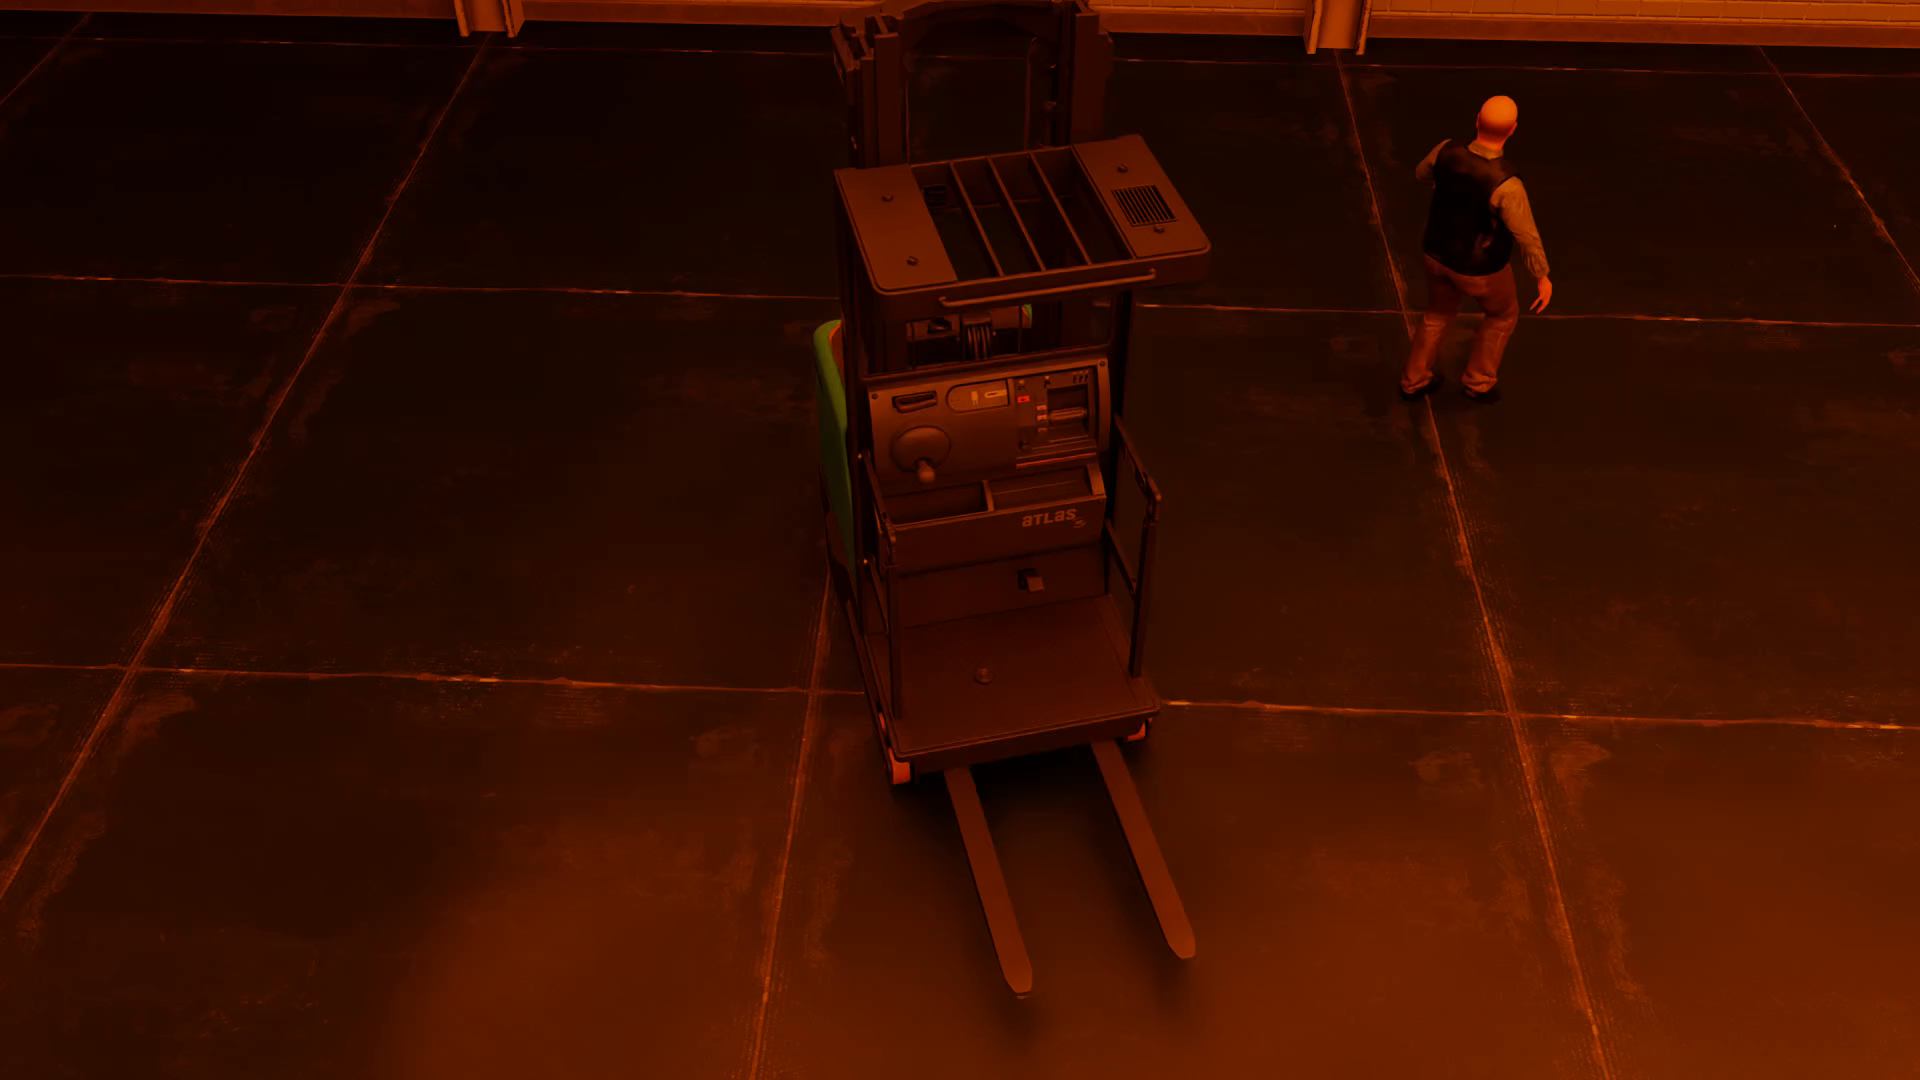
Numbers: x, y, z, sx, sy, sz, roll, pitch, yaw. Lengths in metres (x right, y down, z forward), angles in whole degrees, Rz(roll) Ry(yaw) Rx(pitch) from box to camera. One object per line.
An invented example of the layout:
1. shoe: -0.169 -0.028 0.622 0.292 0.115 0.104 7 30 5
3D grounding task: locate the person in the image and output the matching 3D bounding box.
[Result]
1. person: 2.963 -1.547 8.337 0.428 1.720 0.581 -17 45 -18

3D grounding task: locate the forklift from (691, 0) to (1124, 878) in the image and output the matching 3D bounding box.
1. forklift: -0.206 -0.695 6.504 1.130 2.935 3.031 14 44 15
